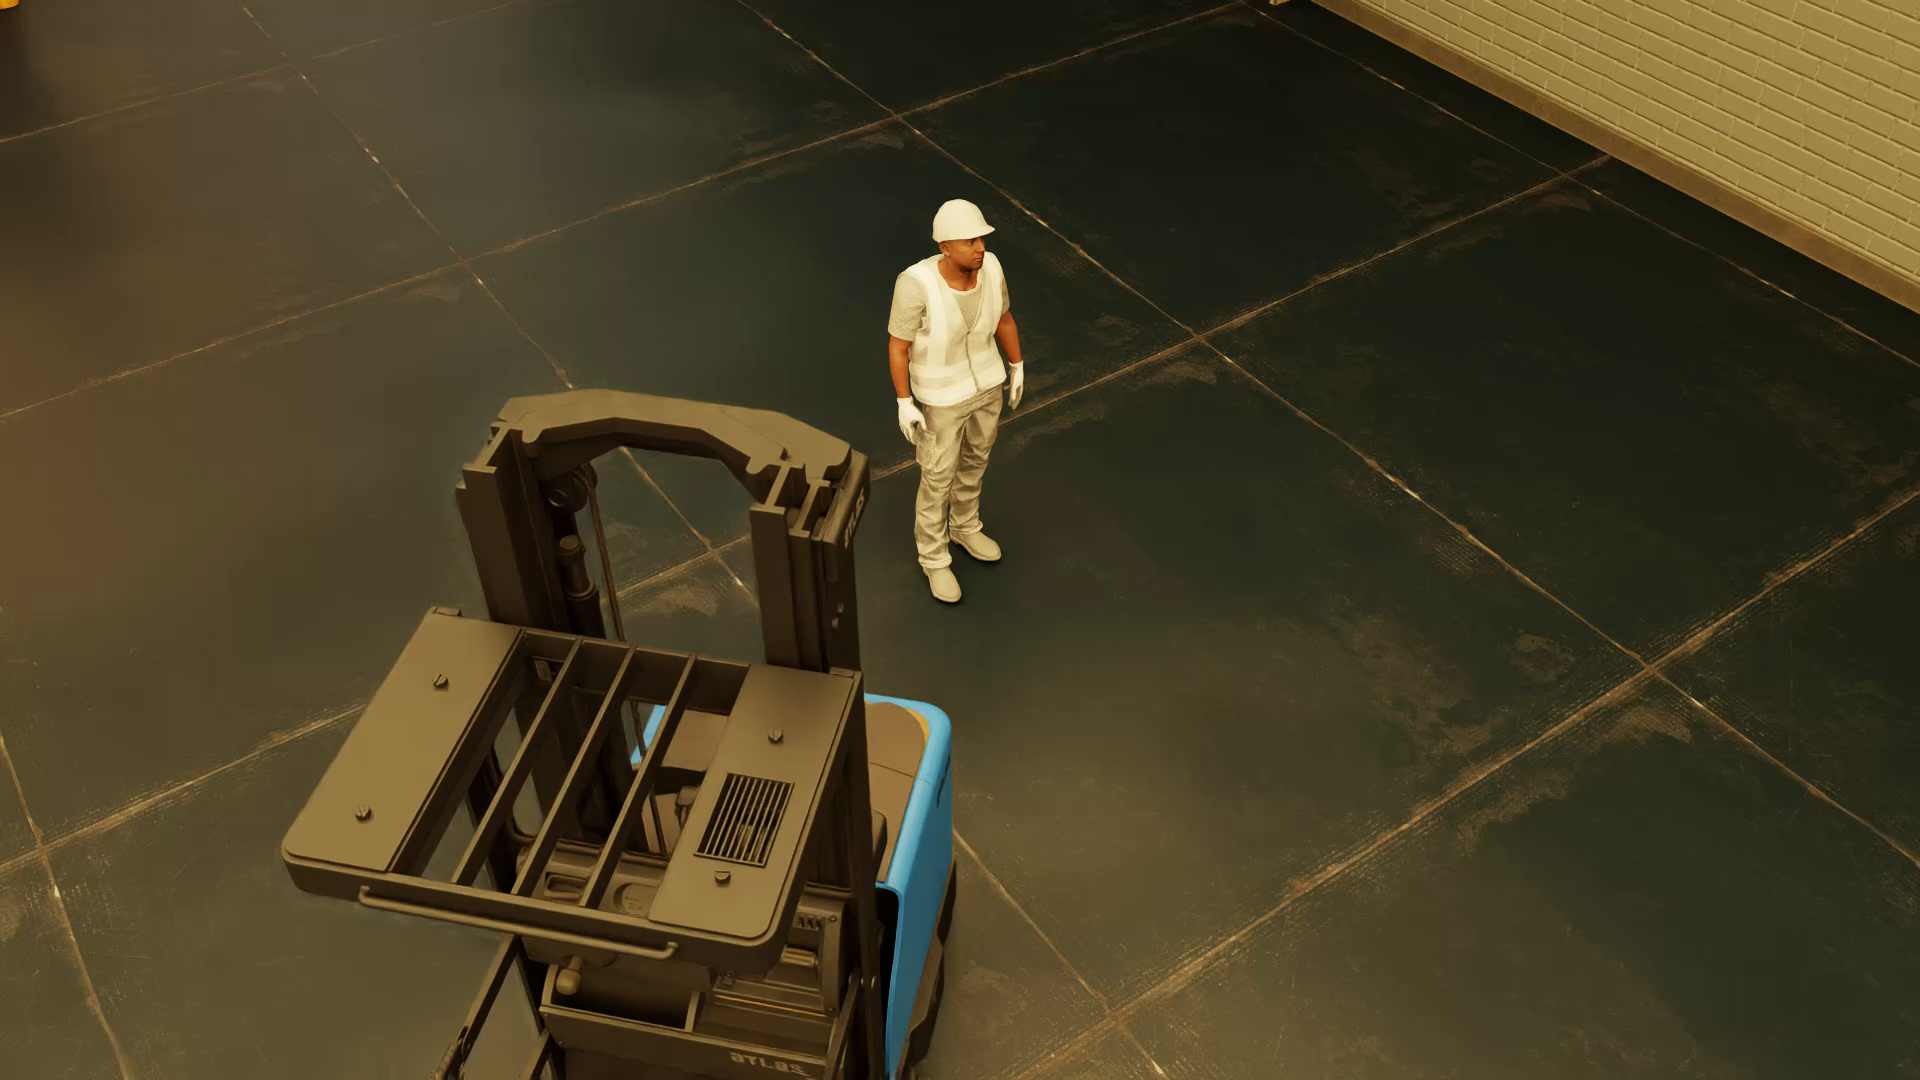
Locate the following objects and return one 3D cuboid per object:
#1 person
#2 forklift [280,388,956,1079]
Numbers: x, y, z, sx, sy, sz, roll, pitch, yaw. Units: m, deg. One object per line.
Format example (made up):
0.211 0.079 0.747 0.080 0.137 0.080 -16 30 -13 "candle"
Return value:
0.034 -0.618 7.222 0.656 1.781 0.577 -25 48 -25 "person"
-0.818 1.190 4.424 1.130 2.935 3.031 8 43 9 "forklift"
